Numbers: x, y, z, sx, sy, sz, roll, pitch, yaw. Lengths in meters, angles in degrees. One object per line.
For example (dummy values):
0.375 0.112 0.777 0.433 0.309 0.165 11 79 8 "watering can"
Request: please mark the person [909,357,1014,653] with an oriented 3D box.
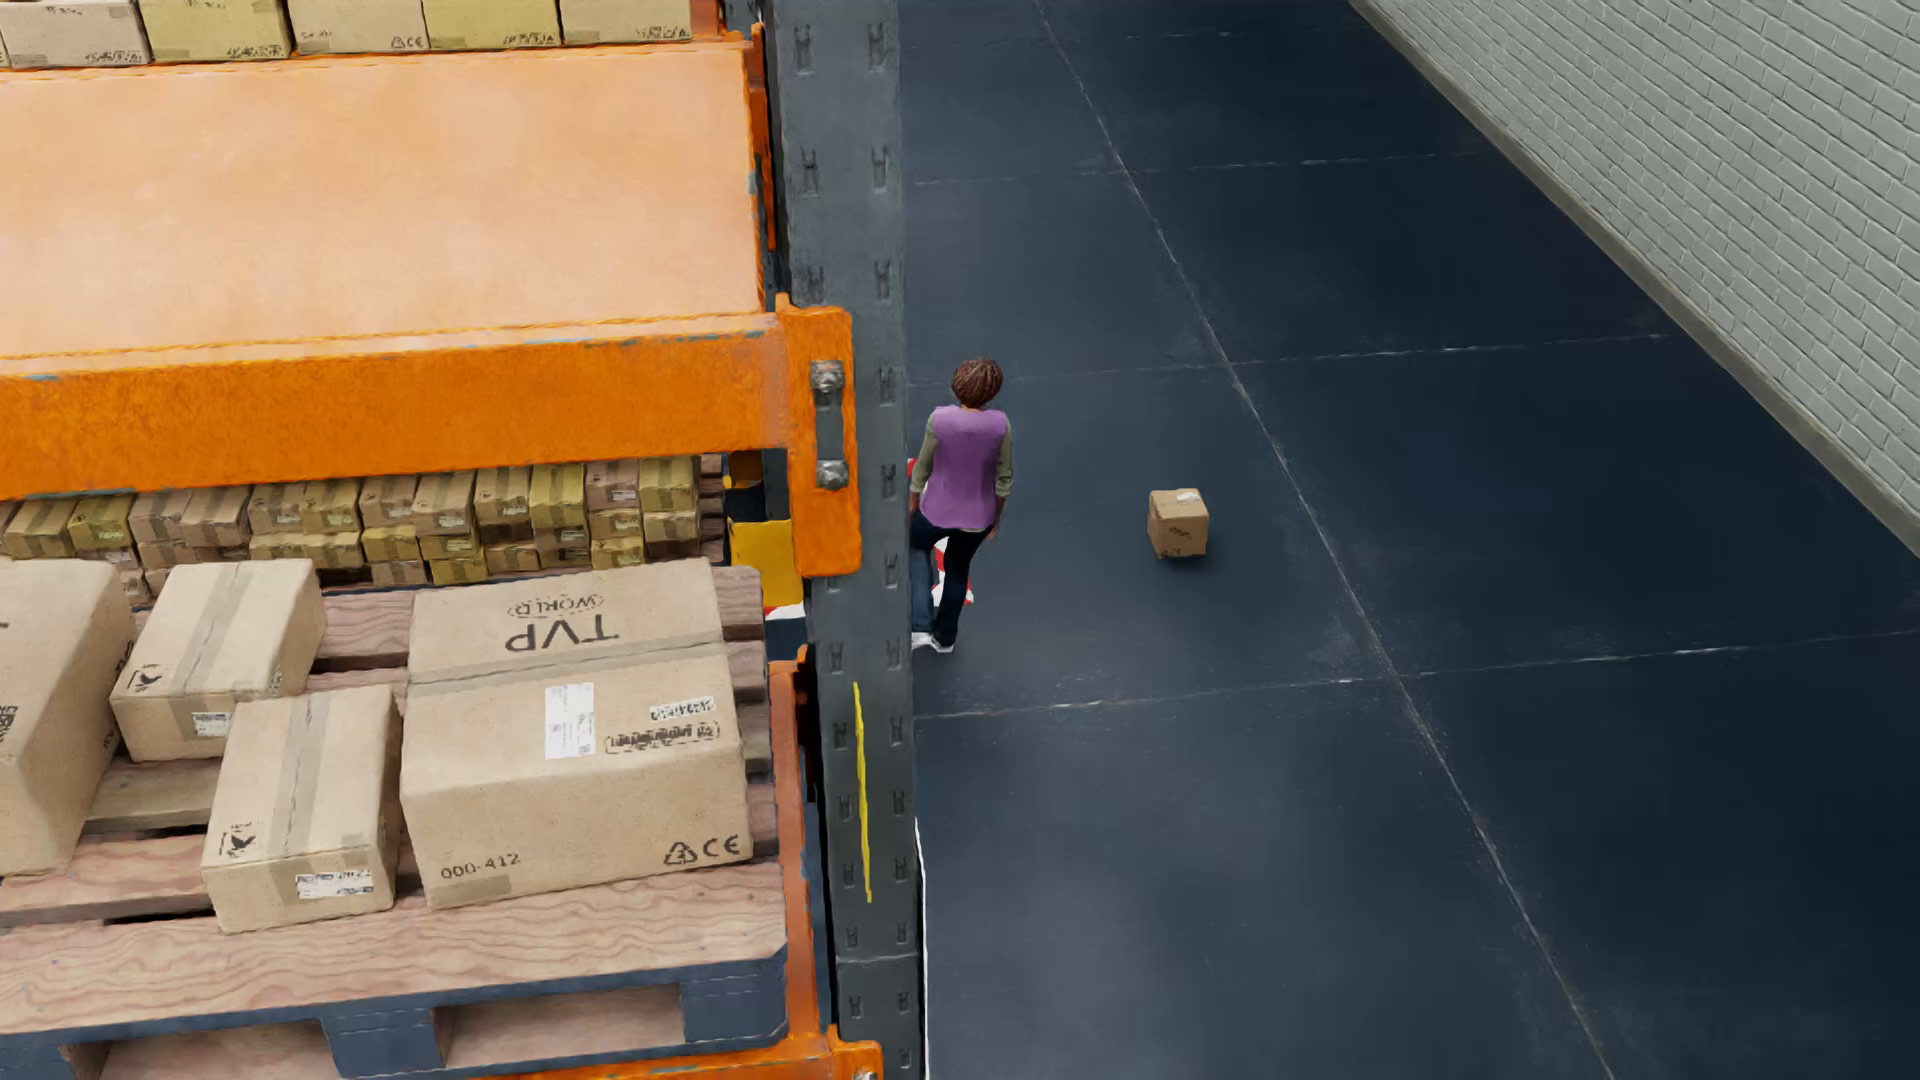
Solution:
-0.045 -0.121 7.465 0.547 1.578 0.415 -5 36 -6 "person"
